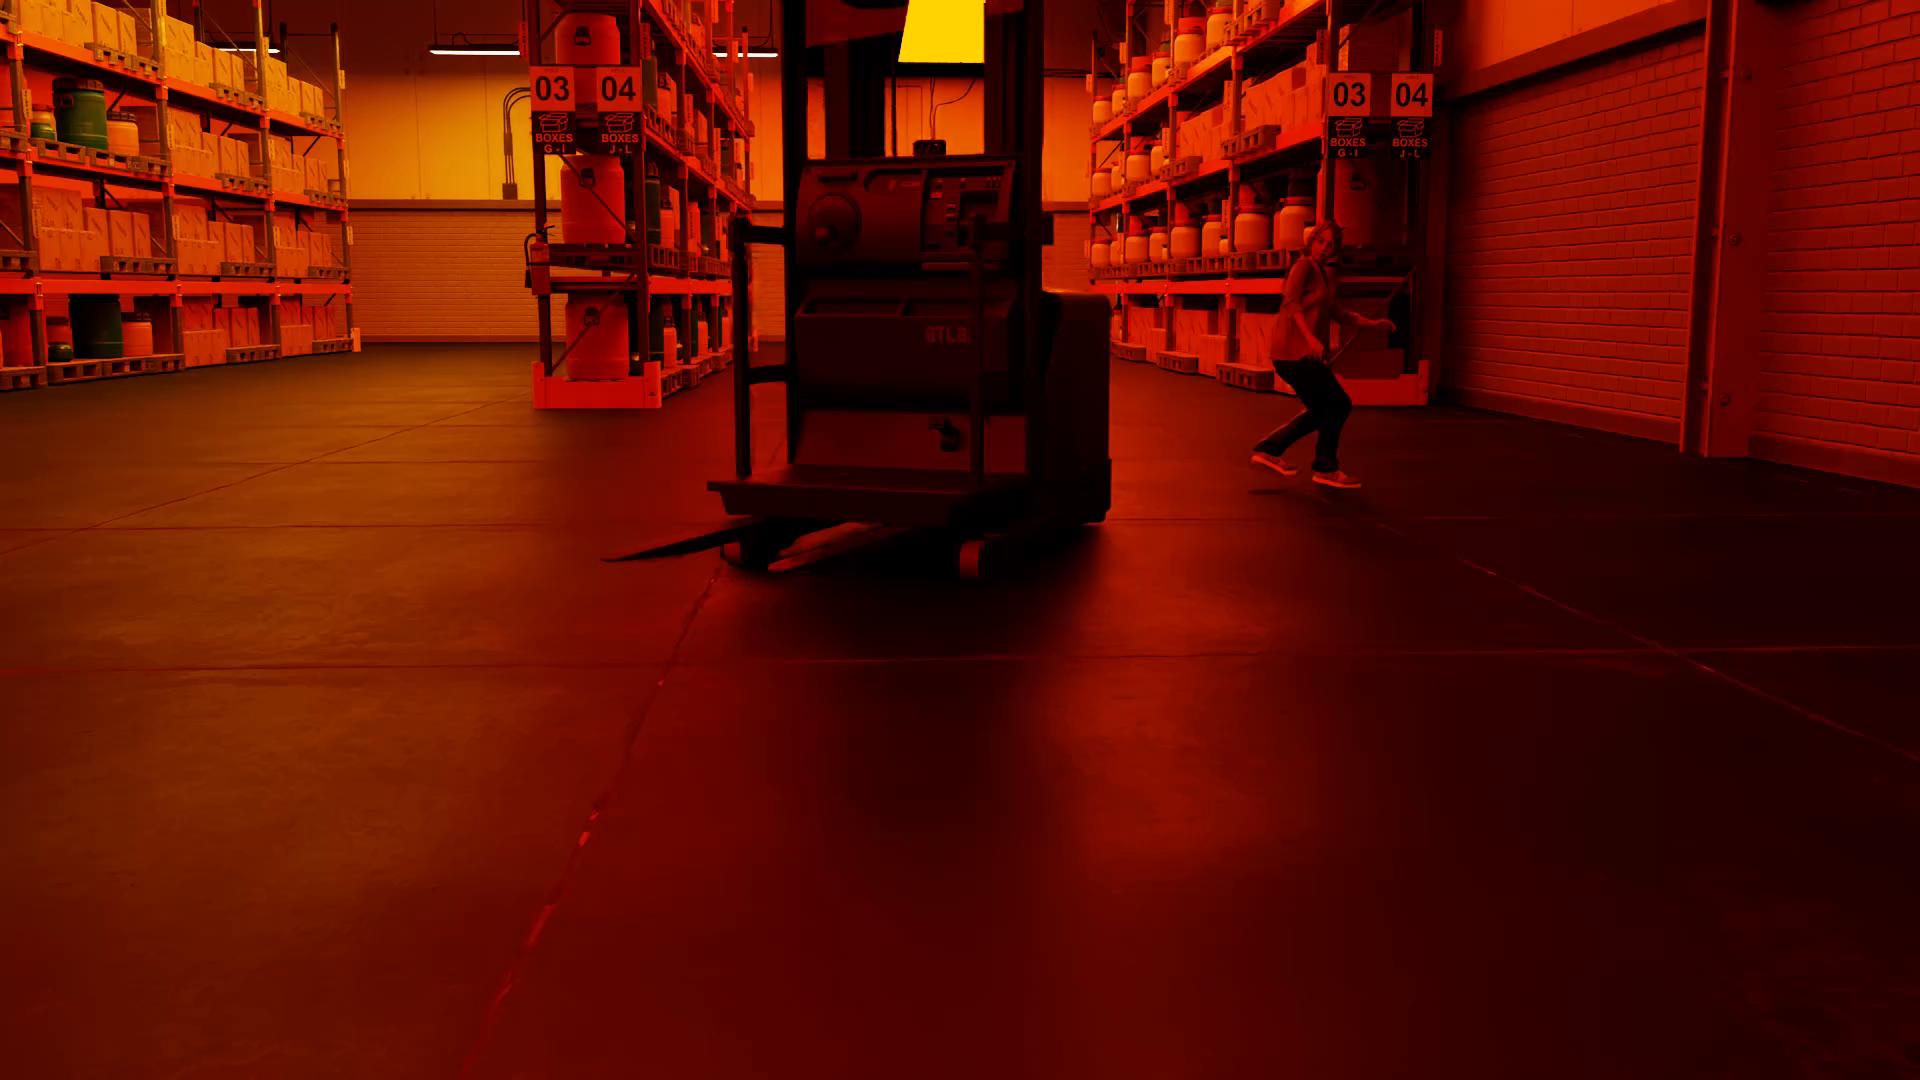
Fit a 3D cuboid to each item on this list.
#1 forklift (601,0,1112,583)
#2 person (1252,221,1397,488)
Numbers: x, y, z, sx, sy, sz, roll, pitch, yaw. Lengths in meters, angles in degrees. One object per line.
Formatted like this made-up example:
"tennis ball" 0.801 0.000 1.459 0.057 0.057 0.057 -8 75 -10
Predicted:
"forklift" -0.299 -1.358 6.473 1.130 2.935 3.031 3 9 21
"person" 2.010 -1.009 9.153 0.770 1.474 0.745 2 9 12
